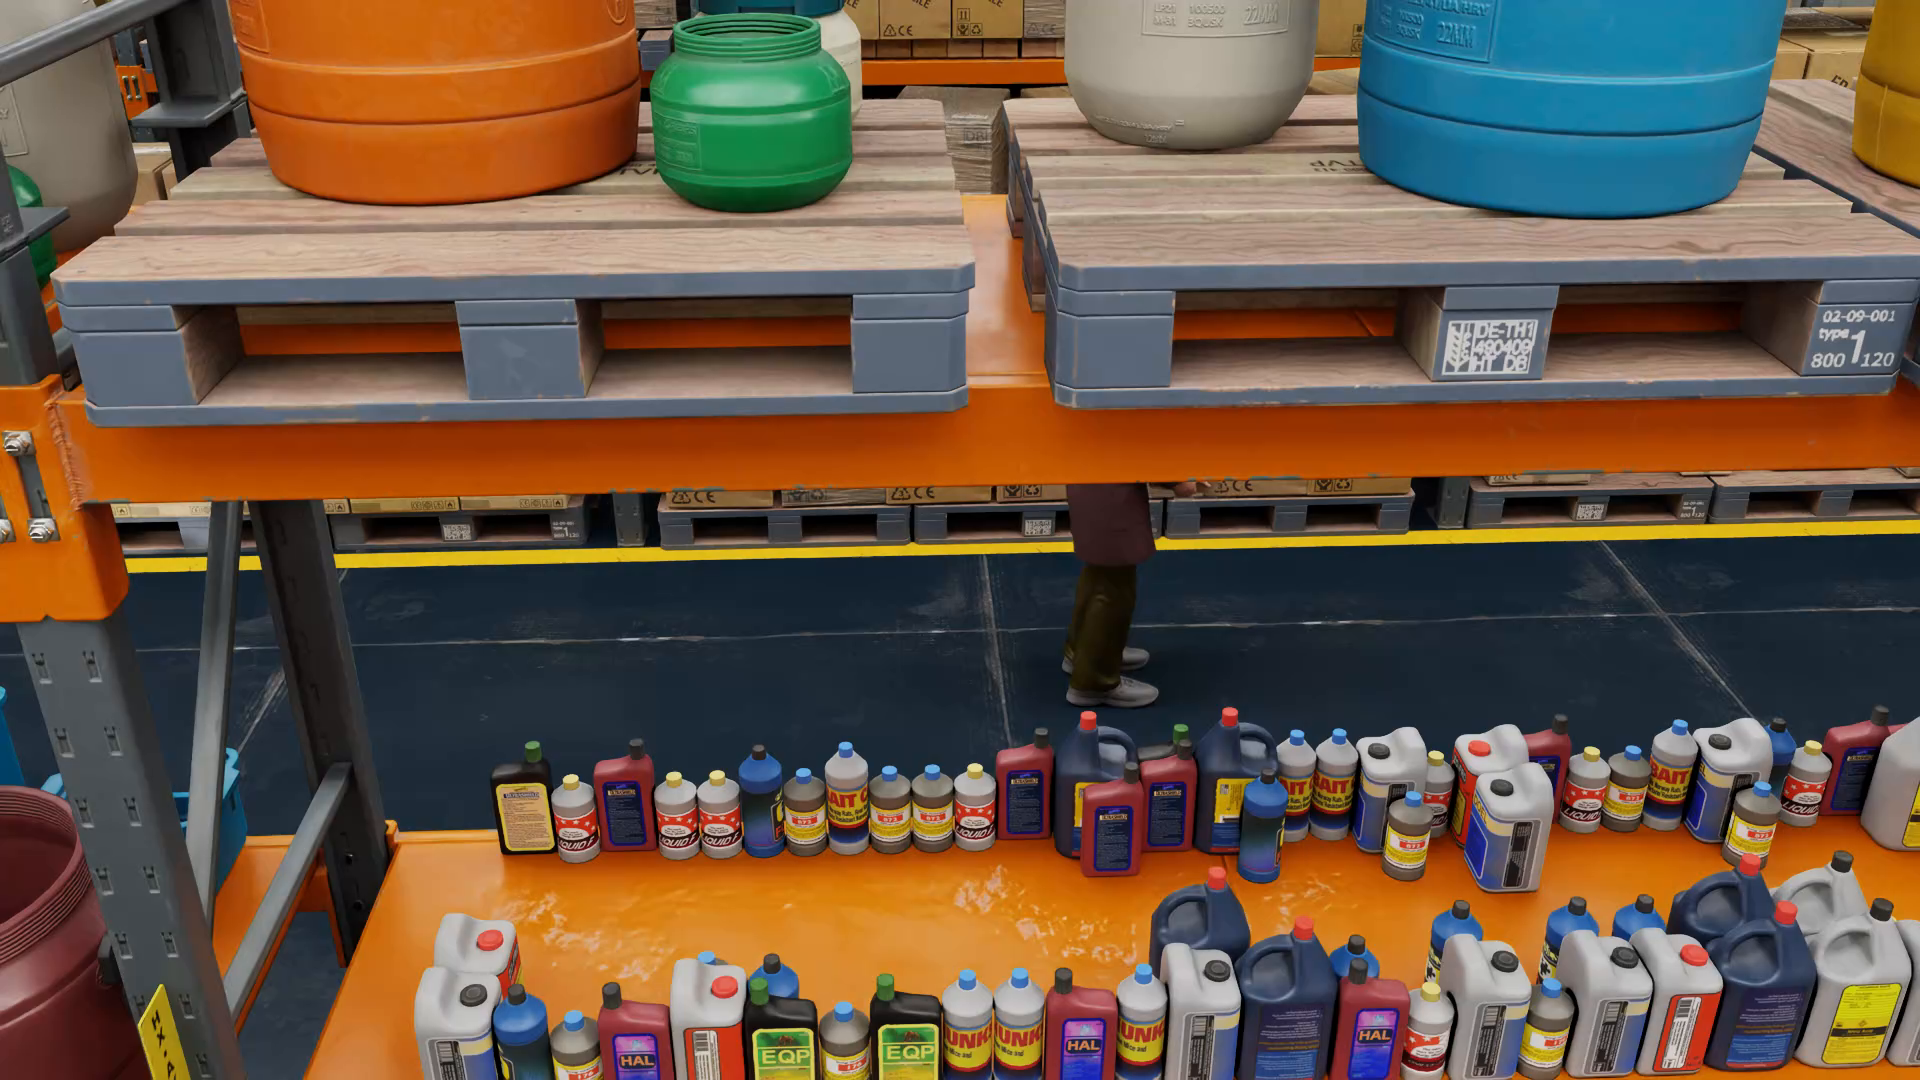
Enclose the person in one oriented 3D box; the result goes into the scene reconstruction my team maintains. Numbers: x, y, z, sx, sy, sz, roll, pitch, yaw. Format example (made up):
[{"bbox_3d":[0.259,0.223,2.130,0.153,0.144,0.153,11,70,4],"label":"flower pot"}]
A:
[{"bbox_3d":[0.676,-0.193,6.516,0.555,1.768,0.529,-1,27,-2],"label":"person"}]
